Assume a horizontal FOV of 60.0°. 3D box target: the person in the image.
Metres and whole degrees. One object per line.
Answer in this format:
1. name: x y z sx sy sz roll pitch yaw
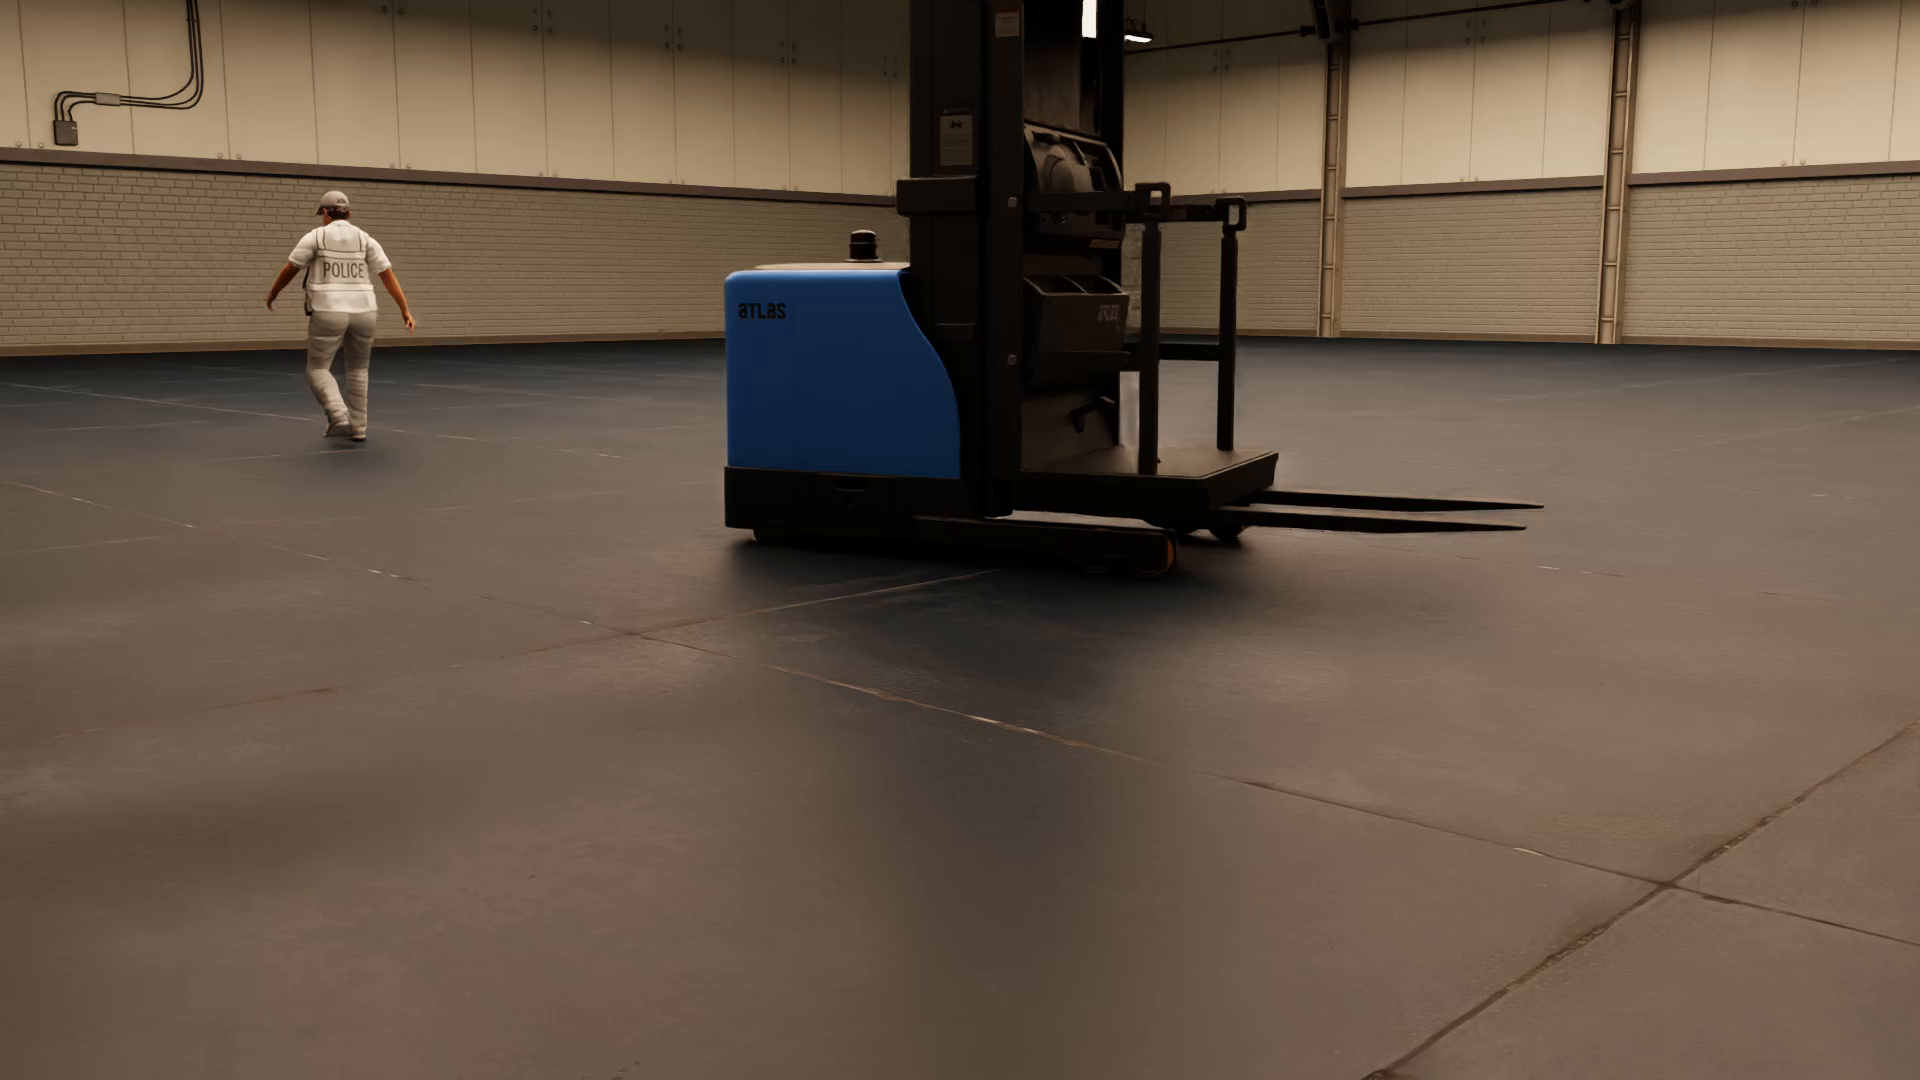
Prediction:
1. person: -4.052 -1.460 10.933 0.817 1.644 0.665 -6 11 -37

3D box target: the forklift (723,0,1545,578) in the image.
1. forklift: 0.622 -1.407 6.220 3.031 2.935 1.130 4 9 24
